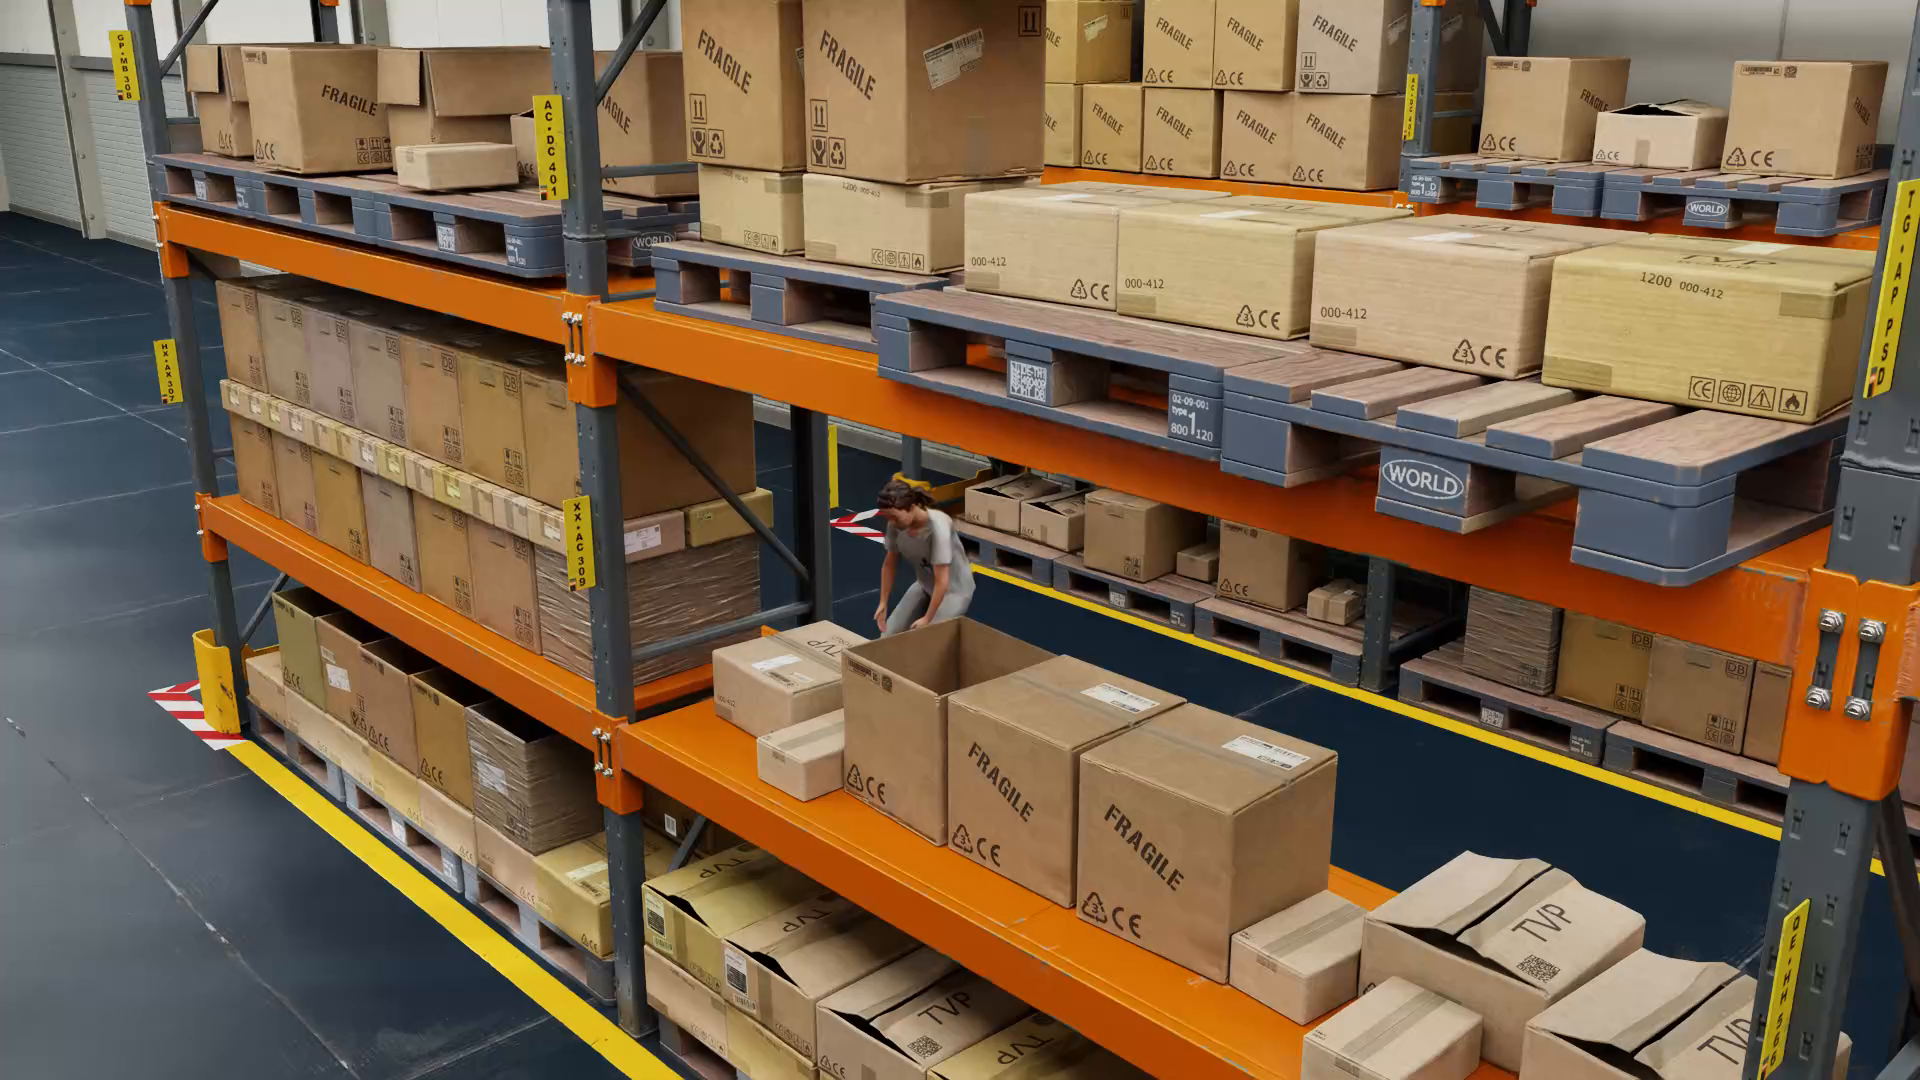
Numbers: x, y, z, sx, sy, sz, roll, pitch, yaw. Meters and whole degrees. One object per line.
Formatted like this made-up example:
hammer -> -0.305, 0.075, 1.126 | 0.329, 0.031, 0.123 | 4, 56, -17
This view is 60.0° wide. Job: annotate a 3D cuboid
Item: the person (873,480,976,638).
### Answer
person -> -0.184, 0.336, 8.958 | 0.616, 1.395, 0.490 | -16, 23, -41
